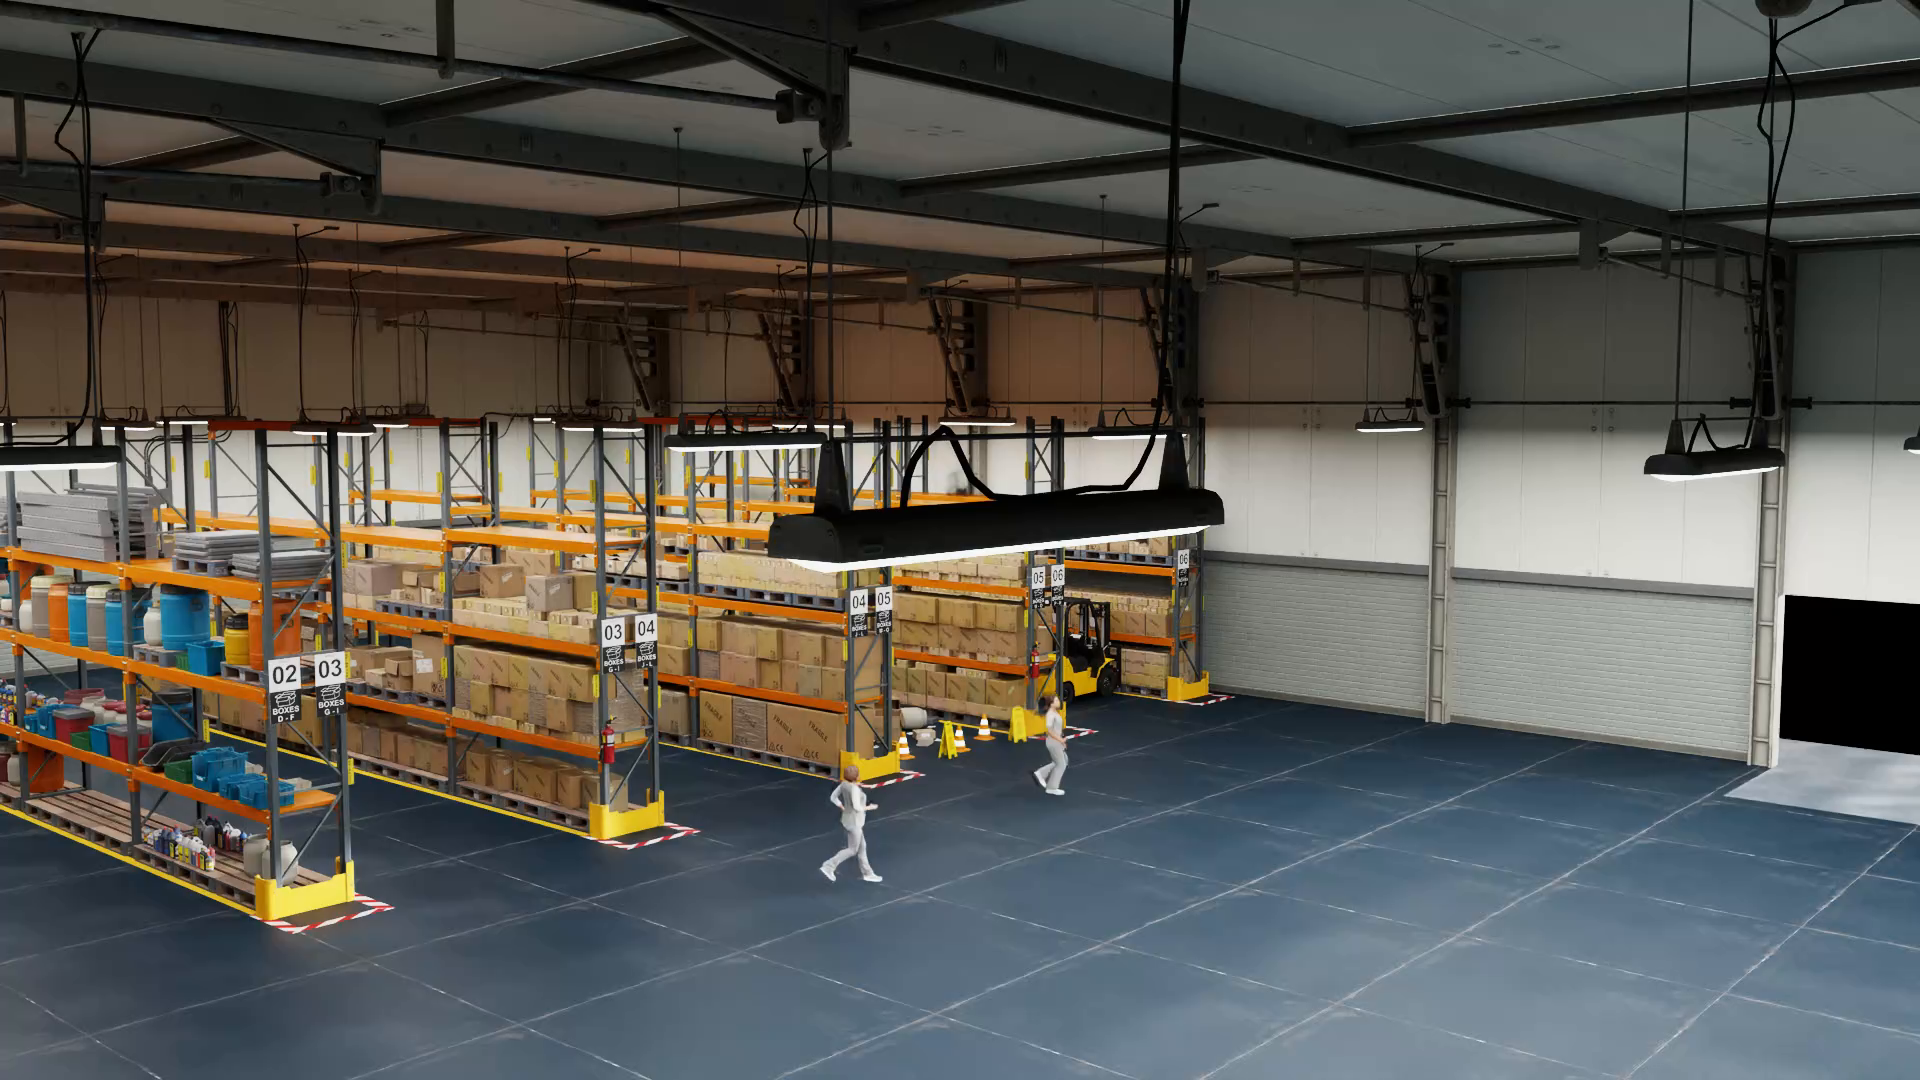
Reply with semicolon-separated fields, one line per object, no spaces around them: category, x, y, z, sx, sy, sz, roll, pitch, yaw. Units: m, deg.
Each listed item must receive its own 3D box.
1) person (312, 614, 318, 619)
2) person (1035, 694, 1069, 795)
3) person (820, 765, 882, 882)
person;-14.342;2.456;36.787;0.710;1.638;0.756;-2;5;-20
person;1.479;3.293;26.857;0.547;1.636;0.567;0;5;5
person;-1.415;3.718;21.666;0.877;1.592;0.538;-2;5;-23
